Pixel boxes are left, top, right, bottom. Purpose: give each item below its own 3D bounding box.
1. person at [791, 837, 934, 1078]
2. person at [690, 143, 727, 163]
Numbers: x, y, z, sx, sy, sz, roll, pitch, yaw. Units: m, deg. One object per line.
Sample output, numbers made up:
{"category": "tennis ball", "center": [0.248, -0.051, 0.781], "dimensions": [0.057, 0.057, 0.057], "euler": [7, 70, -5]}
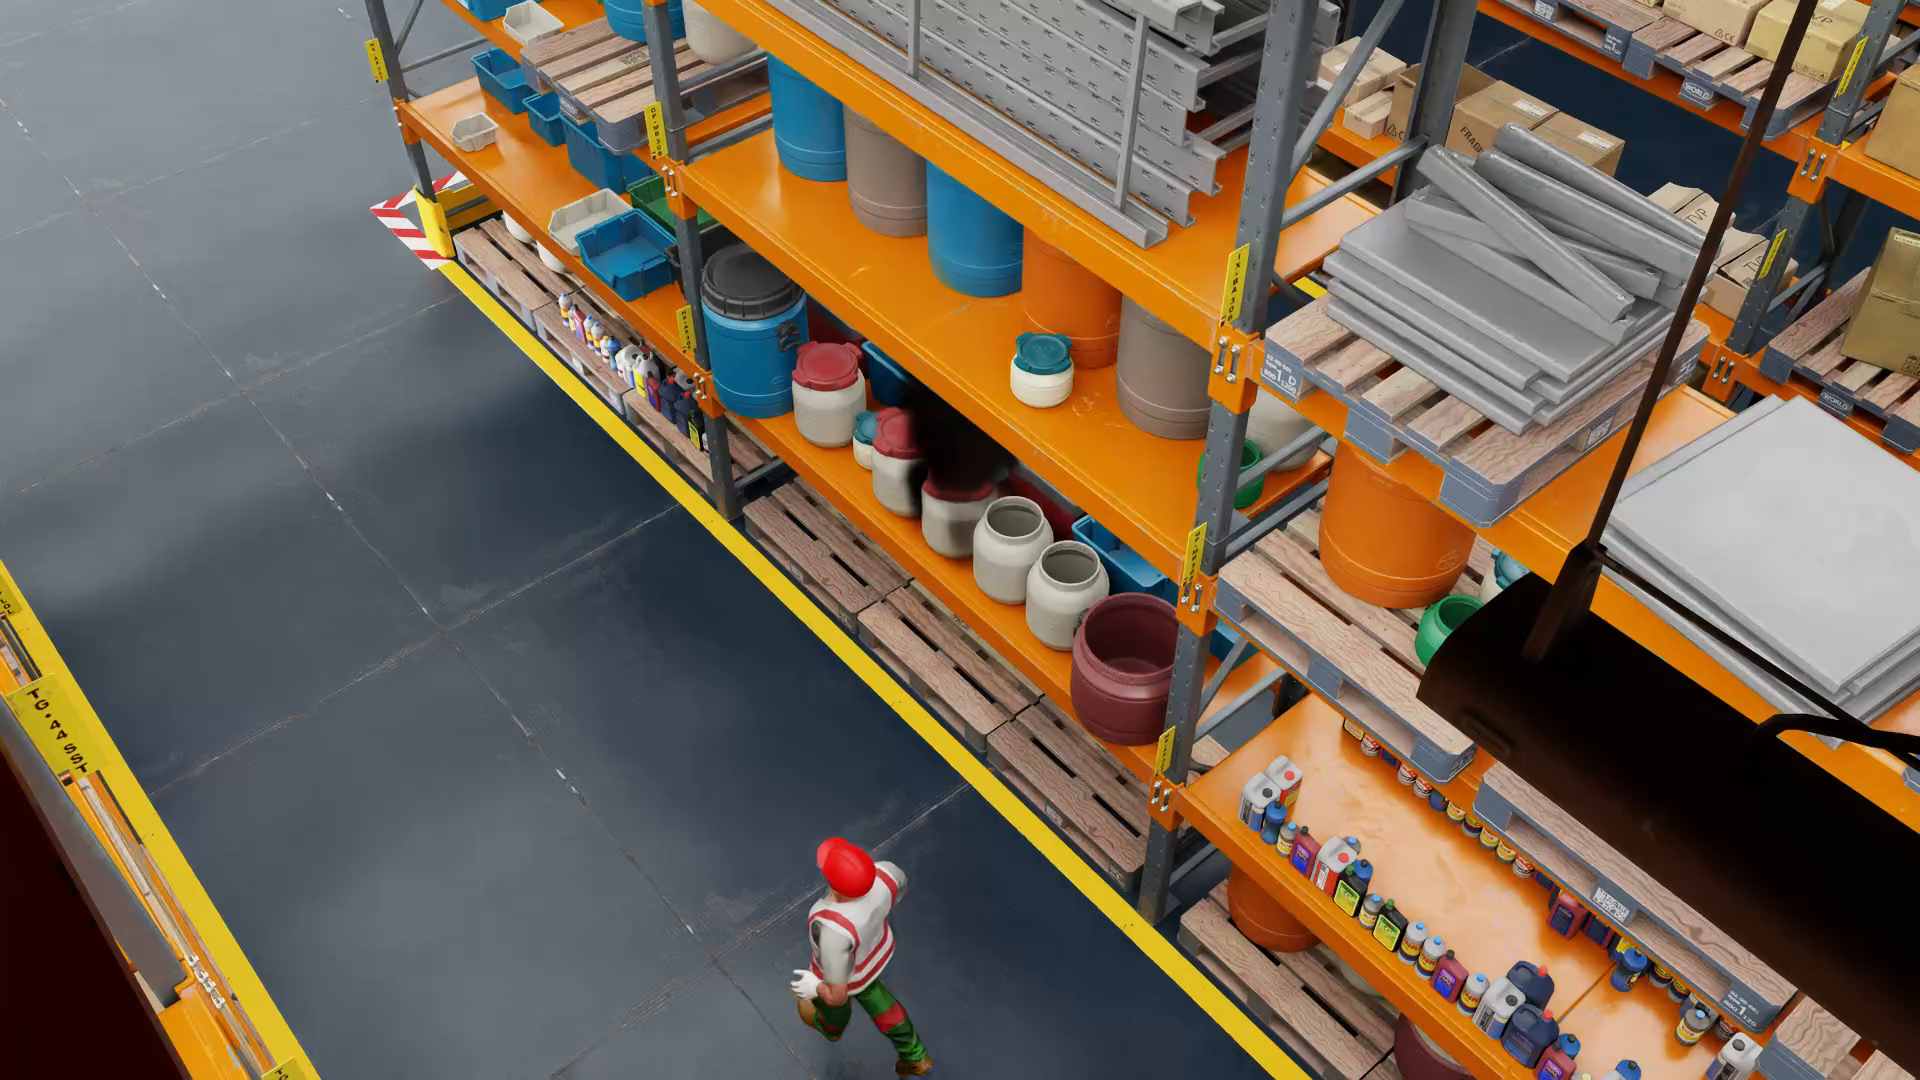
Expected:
{"category": "person", "center": [-0.495, 1.907, 7.551], "dimensions": [0.822, 1.781, 0.665], "euler": [29, 53, 25]}
{"category": "person", "center": [-2.000, -3.371, 13.032], "dimensions": [0.584, 1.654, 0.595], "euler": [26, 52, 22]}
